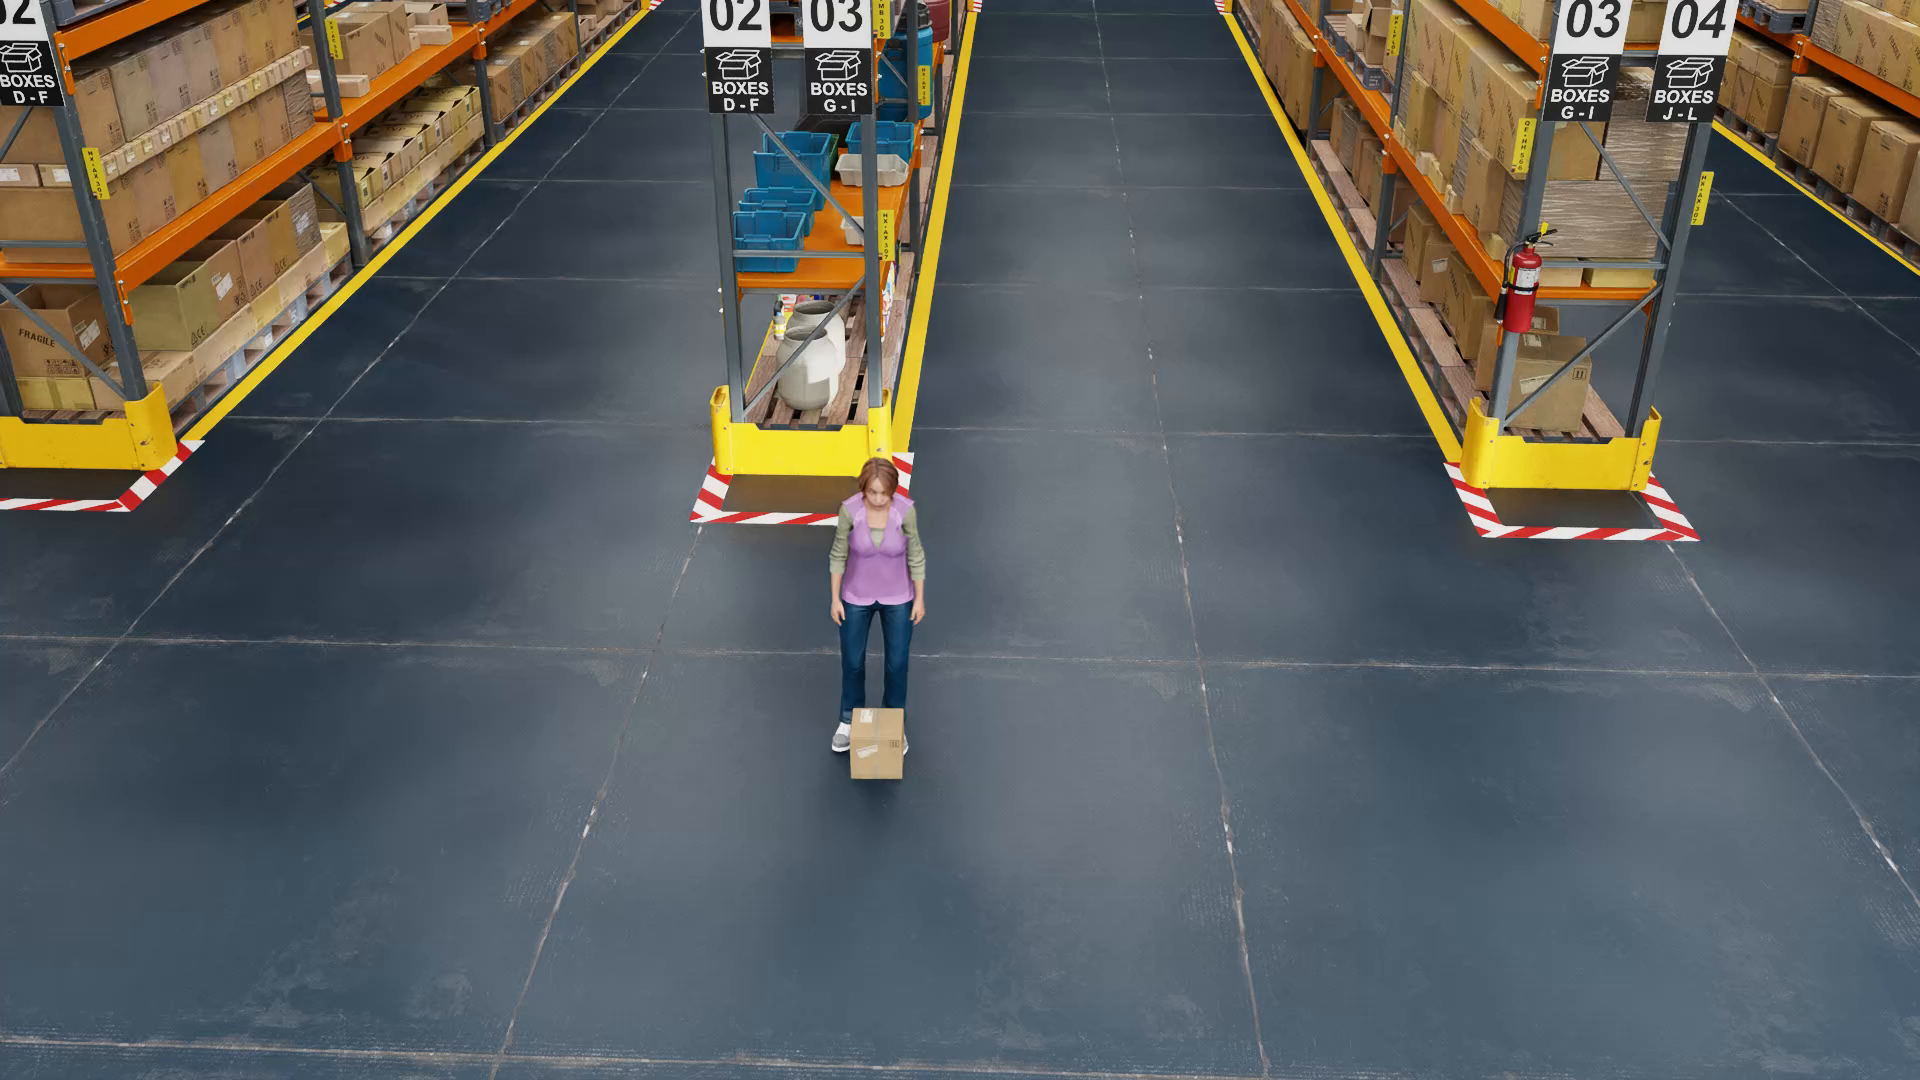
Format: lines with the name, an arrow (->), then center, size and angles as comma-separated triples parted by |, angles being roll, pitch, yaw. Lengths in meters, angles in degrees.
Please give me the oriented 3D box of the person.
person -> -0.405, 0.307, 8.067 | 0.482, 1.592, 0.378 | -1, 28, -1
